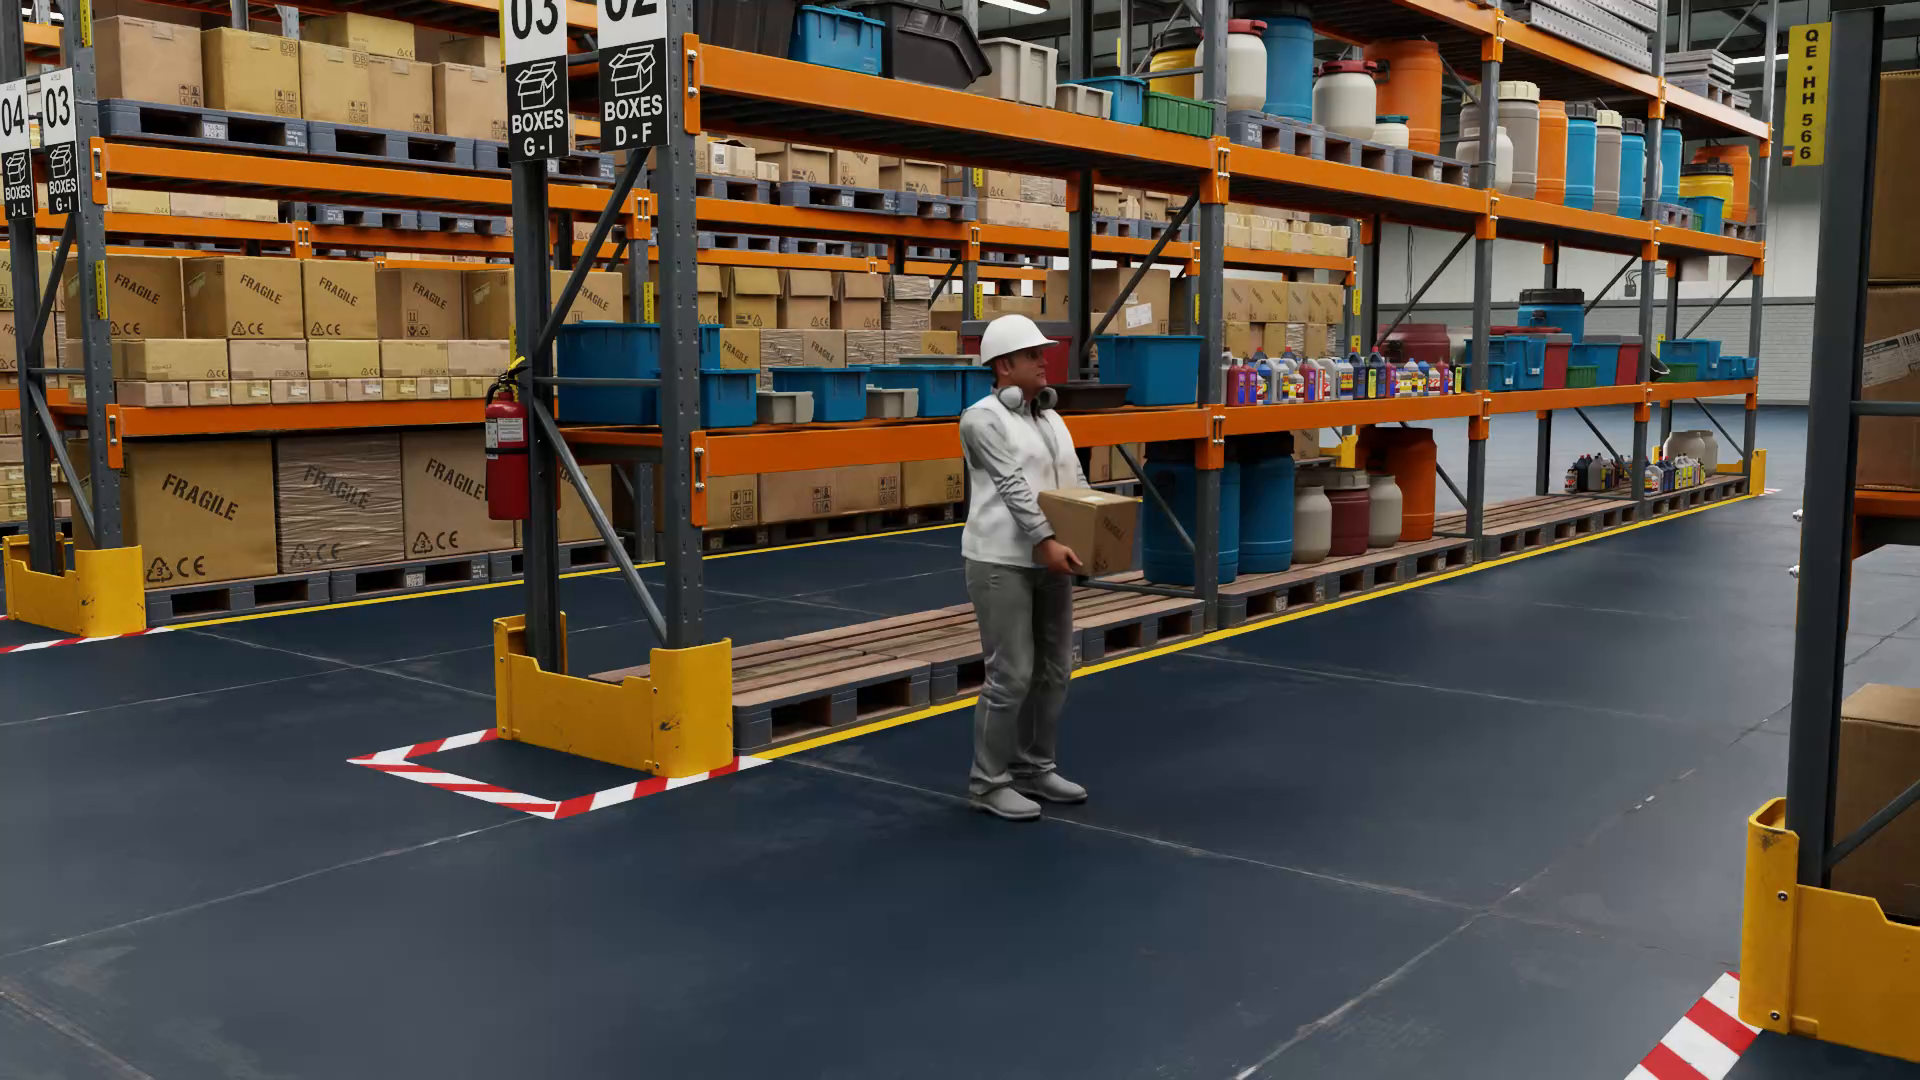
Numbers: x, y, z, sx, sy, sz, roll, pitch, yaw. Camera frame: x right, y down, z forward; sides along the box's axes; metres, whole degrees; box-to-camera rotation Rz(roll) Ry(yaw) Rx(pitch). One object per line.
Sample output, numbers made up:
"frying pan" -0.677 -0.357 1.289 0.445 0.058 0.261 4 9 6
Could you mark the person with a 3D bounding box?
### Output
"person" 0.301 0.088 5.909 0.548 1.764 0.494 5 9 40
